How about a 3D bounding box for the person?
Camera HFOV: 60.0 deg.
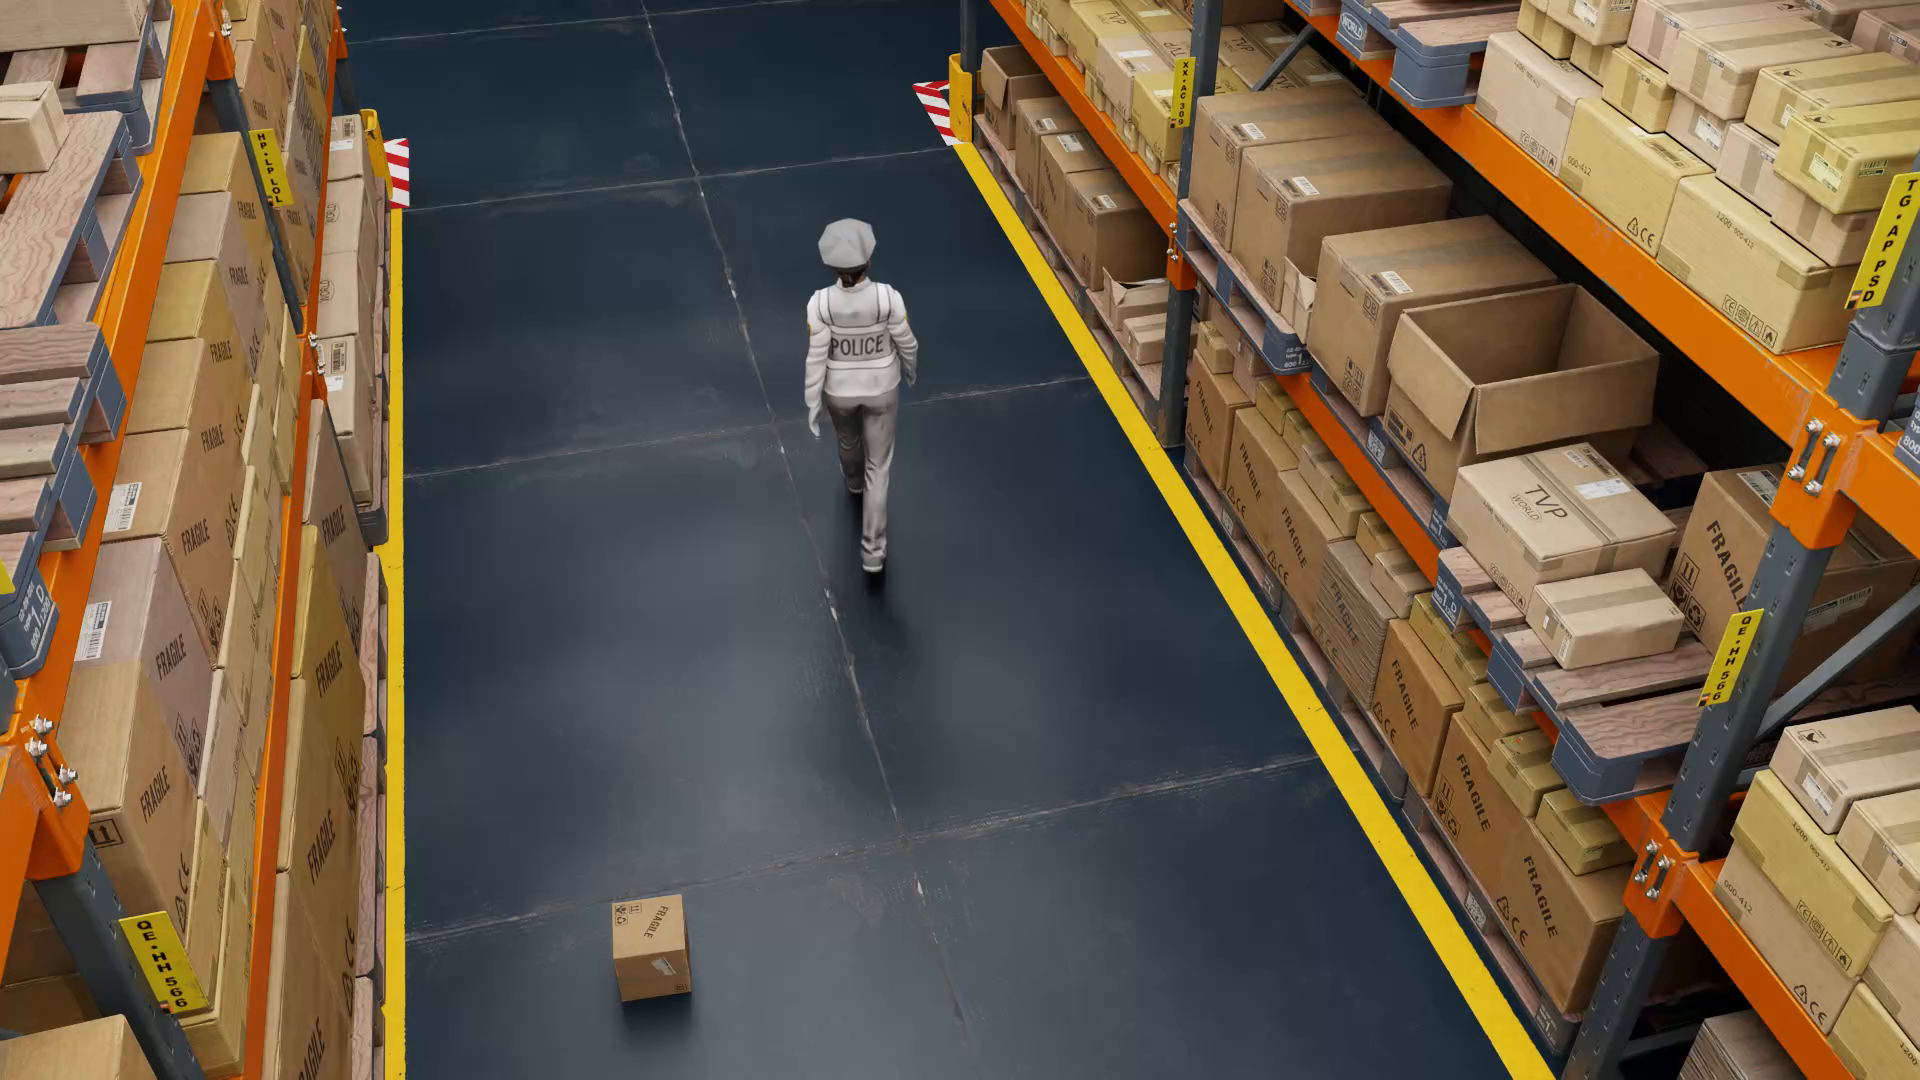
[{"bbox_3d":[-0.444,-0.733,7.608,0.511,1.636,0.995,0,38,0],"label":"person"}]
